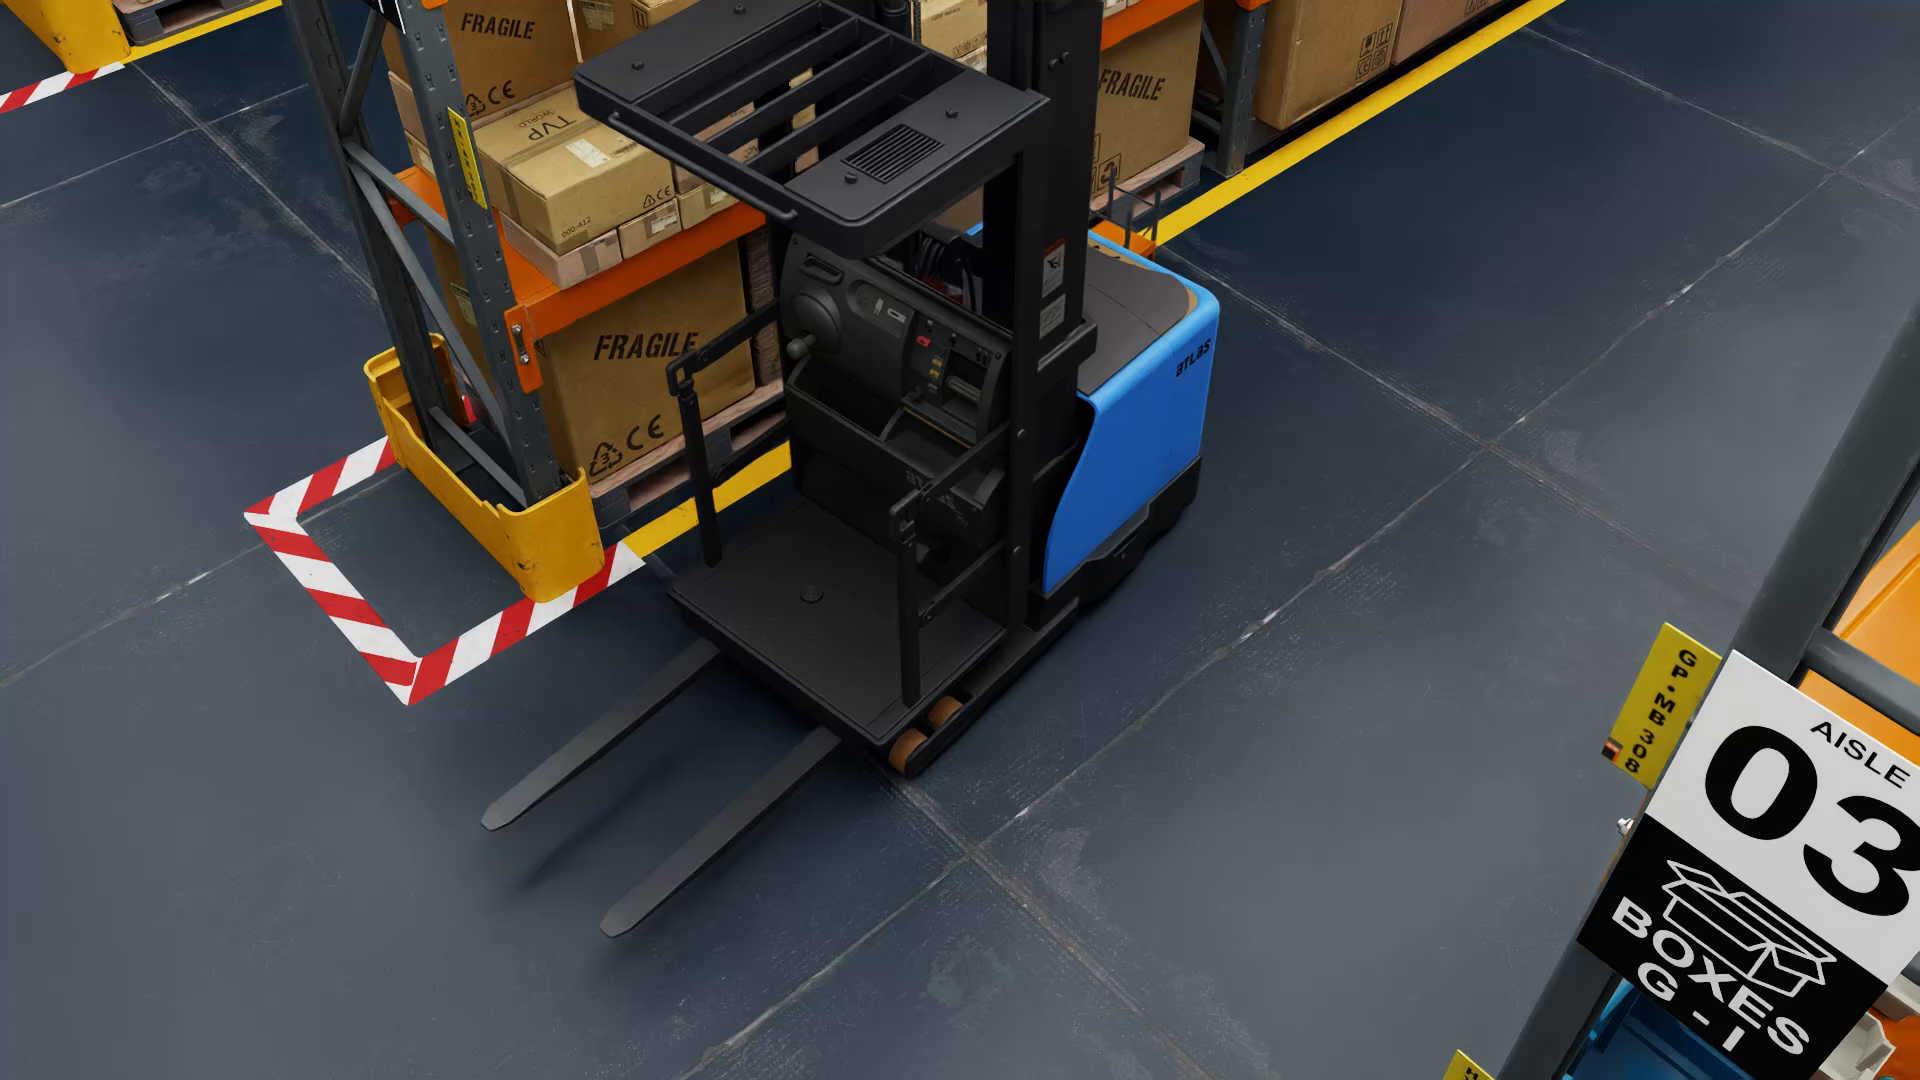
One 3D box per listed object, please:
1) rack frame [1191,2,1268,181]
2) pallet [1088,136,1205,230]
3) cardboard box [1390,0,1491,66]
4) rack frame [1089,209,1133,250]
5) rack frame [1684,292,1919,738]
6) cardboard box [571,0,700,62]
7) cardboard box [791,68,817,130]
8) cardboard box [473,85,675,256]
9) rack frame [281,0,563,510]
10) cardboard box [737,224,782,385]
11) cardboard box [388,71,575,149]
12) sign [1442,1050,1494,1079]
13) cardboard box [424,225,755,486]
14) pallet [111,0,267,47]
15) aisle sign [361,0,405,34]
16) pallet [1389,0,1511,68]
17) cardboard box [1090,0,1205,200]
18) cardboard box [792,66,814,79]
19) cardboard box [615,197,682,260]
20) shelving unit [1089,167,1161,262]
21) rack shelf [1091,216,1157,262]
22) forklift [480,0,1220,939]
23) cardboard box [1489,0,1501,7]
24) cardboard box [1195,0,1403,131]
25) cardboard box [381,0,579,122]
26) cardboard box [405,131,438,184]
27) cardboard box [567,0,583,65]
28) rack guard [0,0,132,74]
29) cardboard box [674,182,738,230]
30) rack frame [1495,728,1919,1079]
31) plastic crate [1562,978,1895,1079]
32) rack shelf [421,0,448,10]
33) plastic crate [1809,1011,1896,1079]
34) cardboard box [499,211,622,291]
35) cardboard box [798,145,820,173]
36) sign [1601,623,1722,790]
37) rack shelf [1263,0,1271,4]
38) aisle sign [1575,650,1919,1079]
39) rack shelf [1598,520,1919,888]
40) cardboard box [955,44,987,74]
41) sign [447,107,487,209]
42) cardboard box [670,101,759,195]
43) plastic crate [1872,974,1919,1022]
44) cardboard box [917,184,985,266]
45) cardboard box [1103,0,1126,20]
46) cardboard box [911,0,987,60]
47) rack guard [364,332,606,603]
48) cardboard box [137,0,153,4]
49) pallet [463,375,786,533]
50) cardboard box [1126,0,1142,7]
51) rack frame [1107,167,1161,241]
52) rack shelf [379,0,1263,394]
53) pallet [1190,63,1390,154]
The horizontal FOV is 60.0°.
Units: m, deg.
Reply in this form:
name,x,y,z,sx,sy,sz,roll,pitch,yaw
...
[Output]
name,x,y,z,sx,sy,sz,roll,pitch,yaw
rack frame,1.064,-3.142,7.608,0.127,3.000,1.000,-34,56,-27
pallet,0.449,-1.863,8.325,1.213,0.211,1.003,-34,56,-27
cardboard box,2.184,-3.333,8.945,0.875,0.875,1.225,-36,57,-28
rack frame,0.557,-0.882,6.748,0.240,1.200,0.006,33,55,26
rack frame,1.436,-0.505,1.093,0.127,3.000,1.000,-34,56,-27
cardboard box,-0.989,-1.806,5.765,0.500,0.500,0.500,-35,56,-28
cardboard box,-0.605,-1.812,6.280,0.500,0.250,0.500,-36,57,-28
cardboard box,-1.359,-1.305,5.812,0.500,0.250,0.500,-35,56,-28
rack frame,-1.896,-1.164,5.783,0.127,3.000,1.000,-34,56,-27
cardboard box,-0.803,-1.396,7.157,0.875,0.875,0.875,-34,56,-27
cardboard box,-1.716,-1.598,6.083,0.500,0.250,0.500,-35,56,-28
sign,1.054,1.183,3.507,0.005,0.325,0.100,-34,56,-27
cardboard box,-1.476,-0.946,6.742,0.875,0.875,0.875,-34,56,-27
pallet,-4.477,-3.386,9.730,1.213,0.211,1.003,-34,56,-27
aisle sign,-1.747,-1.847,4.644,0.004,0.787,0.394,-34,56,-27
pallet,2.487,-3.225,9.582,1.213,0.211,1.003,-34,56,-27
cardboard box,0.522,-2.281,7.973,0.875,0.875,0.875,-34,56,-27
cardboard box,-0.610,-2.066,6.004,0.500,0.500,0.500,-35,56,-28
cardboard box,-1.222,-1.203,5.990,0.250,0.149,0.380,-35,56,-28
shelving unit,0.617,-0.933,6.795,0.258,1.200,0.189,33,55,26
rack shelf,0.617,-1.147,6.563,0.258,0.103,0.180,33,55,26
forklift,-0.368,-0.577,5.288,1.130,2.935,3.031,33,55,26
cardboard box,2.834,-3.775,9.352,0.875,0.875,1.225,-34,56,-27
cardboard box,1.524,-2.891,8.536,0.875,0.875,1.225,-34,56,-27
cardboard box,-1.712,-1.852,5.807,0.500,0.500,0.500,-33,55,-27
cardboard box,-1.854,-1.434,6.203,0.250,0.149,0.380,-33,55,-27
cardboard box,-1.340,-1.848,6.314,0.500,0.250,0.500,-35,56,-28
rack guard,-5.101,-3.101,9.271,0.348,0.500,1.175,-34,56,-27
cardboard box,-1.033,-1.329,6.107,0.250,0.149,0.380,-35,56,-28
rack frame,1.436,1.529,3.298,0.127,3.000,1.000,-34,56,-27
plastic crate,1.558,1.230,3.509,0.499,0.435,0.616,-34,56,-27
rack shelf,-0.416,-2.926,5.857,4.000,0.370,1.077,-34,56,-27
plastic crate,1.918,1.097,3.836,0.243,0.136,0.396,-34,56,-27
cardboard box,-1.411,-1.075,5.872,0.250,0.149,0.380,-33,55,-27
cardboard box,-0.652,-1.584,6.342,0.250,0.149,0.380,-35,56,-28
sign,1.054,0.256,2.503,0.005,0.325,0.100,-34,56,-27
rack shelf,2.544,-3.887,8.785,4.000,0.370,1.077,-34,56,-27
aisle sign,1.186,0.524,2.457,0.004,0.787,0.394,-34,56,-27
rack shelf,2.916,-0.233,3.372,4.000,0.370,1.077,-34,56,-27
cardboard box,-0.081,-1.967,6.695,0.250,0.149,0.380,-33,55,-27
sign,-1.527,-1.180,5.155,0.005,0.325,0.100,-34,56,-27
cardboard box,-0.979,-1.565,6.053,0.500,0.250,0.500,-34,56,-28
plastic crate,2.142,0.961,3.961,0.243,0.136,0.396,-34,56,-27
cardboard box,-0.144,-1.836,7.563,0.875,0.875,0.875,-34,56,-27
cardboard box,0.488,-2.346,7.045,0.250,0.149,0.380,-33,55,-27
cardboard box,-0.222,-2.072,6.521,0.500,0.250,0.500,-35,56,-28
rack guard,-1.914,-0.305,6.691,0.348,0.500,1.175,-34,56,-27
cardboard box,-4.555,-3.172,9.290,0.250,0.149,0.380,-33,55,-26
pallet,-1.357,-0.656,7.212,1.213,0.211,1.003,-34,56,-27
cardboard box,0.678,-2.473,7.162,0.250,0.149,0.380,-35,56,-28
rack frame,0.677,-0.984,6.842,0.240,1.200,0.006,33,55,26
rack shelf,-0.416,-1.909,6.960,4.000,0.370,1.077,-34,56,-27
pallet,1.584,-2.619,9.023,1.213,0.211,1.003,-34,56,-27
